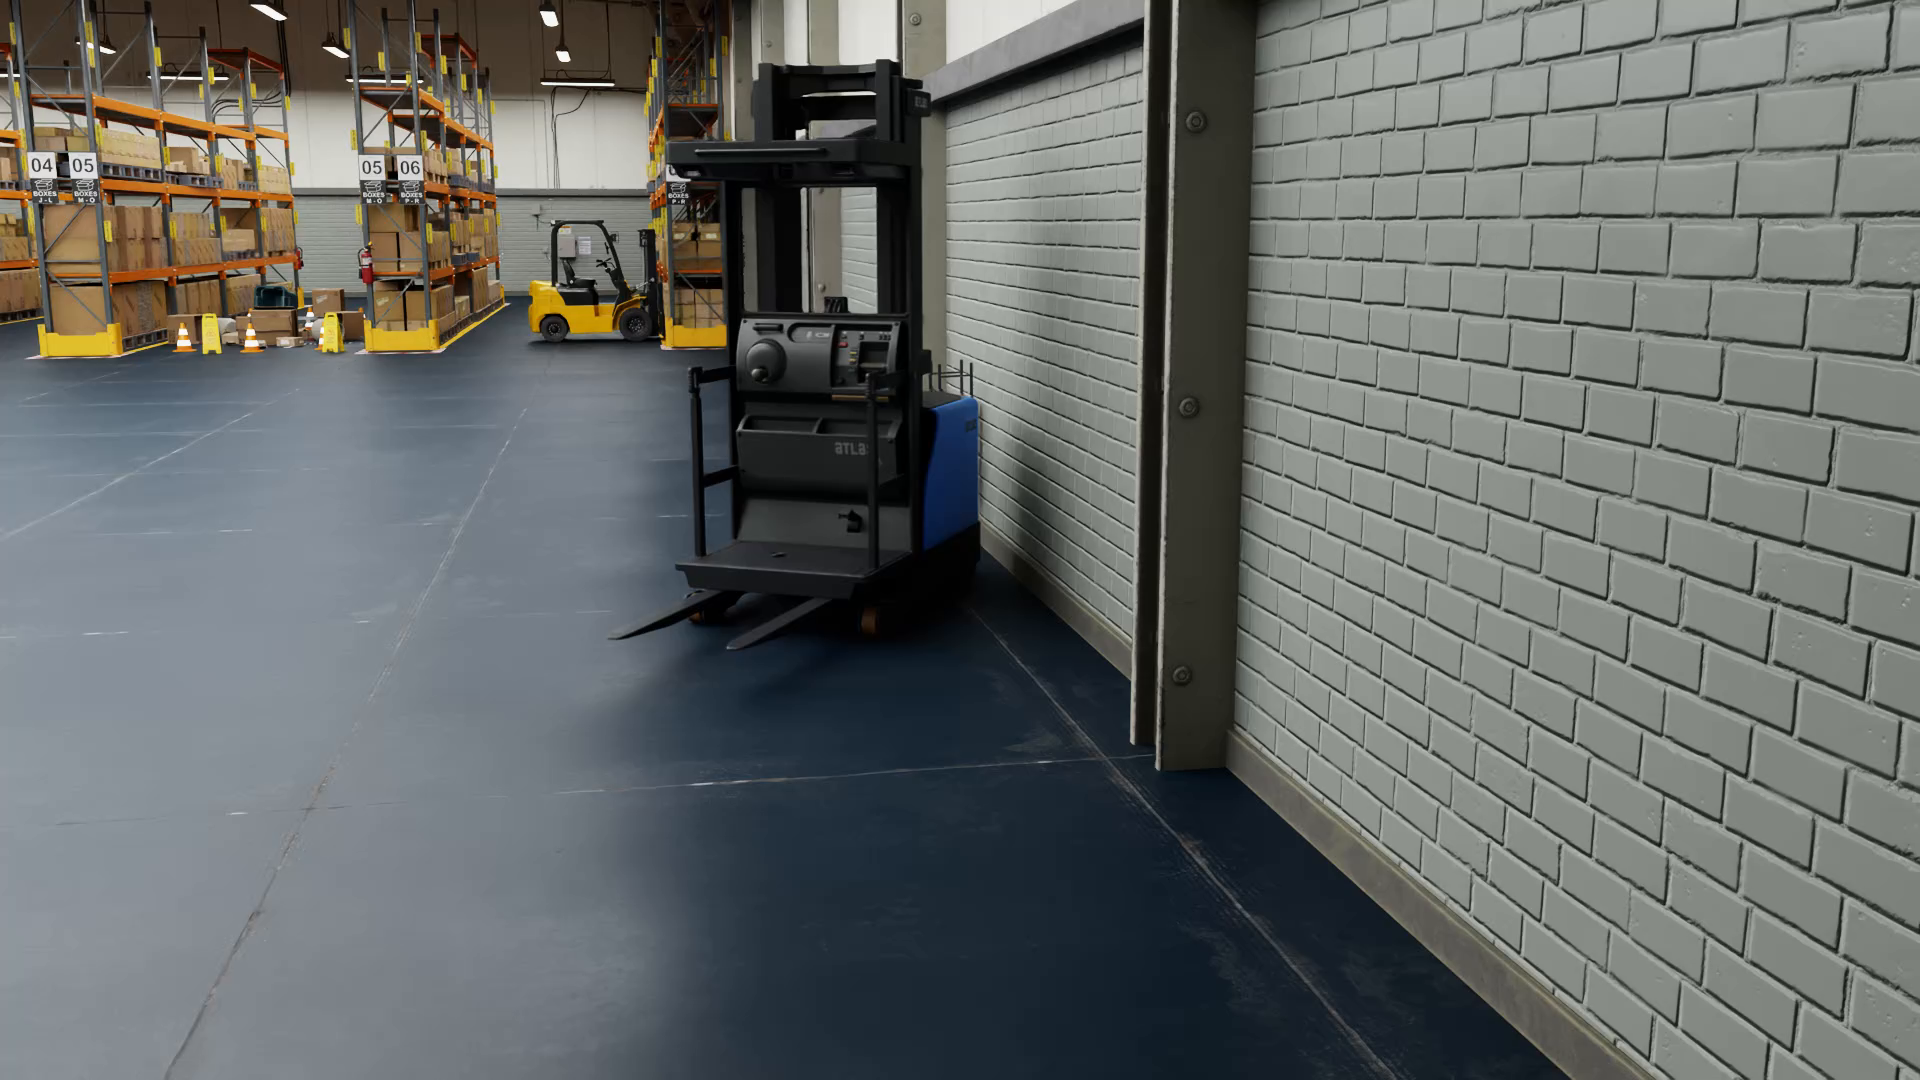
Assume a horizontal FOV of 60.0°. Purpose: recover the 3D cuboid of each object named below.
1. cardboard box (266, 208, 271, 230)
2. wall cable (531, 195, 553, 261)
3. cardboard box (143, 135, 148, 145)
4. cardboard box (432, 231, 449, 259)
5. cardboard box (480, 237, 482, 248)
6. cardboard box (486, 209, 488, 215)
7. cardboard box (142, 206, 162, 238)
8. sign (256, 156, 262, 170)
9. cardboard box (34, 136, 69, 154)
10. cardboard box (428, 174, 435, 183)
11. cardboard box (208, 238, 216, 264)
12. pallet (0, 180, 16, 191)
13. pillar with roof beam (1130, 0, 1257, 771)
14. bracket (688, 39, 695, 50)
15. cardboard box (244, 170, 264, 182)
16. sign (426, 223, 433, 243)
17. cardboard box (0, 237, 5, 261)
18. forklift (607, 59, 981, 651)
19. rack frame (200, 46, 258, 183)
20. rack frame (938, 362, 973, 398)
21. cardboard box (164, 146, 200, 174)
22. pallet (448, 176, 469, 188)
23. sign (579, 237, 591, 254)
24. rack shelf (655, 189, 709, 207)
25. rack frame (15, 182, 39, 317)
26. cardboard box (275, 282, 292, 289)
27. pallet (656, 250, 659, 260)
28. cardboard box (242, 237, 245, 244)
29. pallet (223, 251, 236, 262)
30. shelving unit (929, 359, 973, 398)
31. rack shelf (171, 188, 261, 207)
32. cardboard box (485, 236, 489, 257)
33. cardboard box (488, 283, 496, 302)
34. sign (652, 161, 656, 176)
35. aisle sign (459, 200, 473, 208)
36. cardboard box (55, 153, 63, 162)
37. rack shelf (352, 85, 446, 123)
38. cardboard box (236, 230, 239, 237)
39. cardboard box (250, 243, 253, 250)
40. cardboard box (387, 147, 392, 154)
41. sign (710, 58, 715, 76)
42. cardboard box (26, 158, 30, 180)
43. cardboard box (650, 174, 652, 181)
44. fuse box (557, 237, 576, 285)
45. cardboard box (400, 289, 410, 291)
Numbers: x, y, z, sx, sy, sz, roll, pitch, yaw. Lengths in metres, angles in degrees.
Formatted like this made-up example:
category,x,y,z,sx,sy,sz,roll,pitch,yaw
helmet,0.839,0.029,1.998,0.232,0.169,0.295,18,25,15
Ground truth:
category,x,y,z,sx,sy,sz,roll,pitch,yaw
cardboard box,-16.531,-7.551,39.107,0.500,0.500,0.500,-2,11,-13
wall cable,-12.239,-9.196,48.774,0.588,1.984,0.122,-2,11,-11
cardboard box,-14.481,-7.014,29.153,0.380,0.149,0.250,-2,11,-10
cardboard box,-9.737,-5.438,30.681,0.500,0.500,0.500,-2,11,-9
cardboard box,-11.195,-6.790,37.914,0.500,0.250,0.500,-2,11,-10
cardboard box,-11.705,-7.992,40.488,0.380,0.149,0.250,-2,11,-13
cardboard box,-14.751,-5.649,29.566,0.875,0.550,0.550,-2,11,-11
sign,-16.022,-8.620,38.004,0.100,0.325,0.005,-2,11,-11
cardboard box,-14.601,-6.358,26.772,0.500,0.250,0.500,-2,11,-10
cardboard box,-9.397,-6.335,29.109,0.380,0.149,0.250,-2,11,-10
cardboard box,-15.341,-5.829,33.532,0.500,0.500,0.500,-2,11,-11
pallet,-21.224,-7.729,36.273,0.805,0.209,1.217,-3,11,-13
pillar with roof beam,-3.334,-3.406,5.025,9.100,9.000,0.400,-2,11,-11
bracket,-6.381,-11.845,39.733,0.235,0.232,0.430,-2,11,-11
cardboard box,-16.424,-8.420,38.456,0.500,0.250,0.500,-2,11,-9
sign,-8.864,-5.121,27.762,0.100,0.325,0.005,-2,11,-11
cardboard box,-20.801,-6.211,35.538,0.500,0.500,0.500,-2,11,-11
forklift,-0.826,-1.020,8.718,1.130,2.935,3.031,4,11,18
rack frame,-16.566,-9.625,37.699,1.000,3.000,0.127,-2,11,-11
rack frame,-0.024,-0.561,10.920,0.240,1.200,0.006,-5,14,-20
cardboard box,-15.175,-7.414,32.445,0.500,0.500,0.500,-2,11,-11
pallet,-10.395,-7.098,32.945,1.213,0.211,1.003,-2,11,-11
sign,-11.095,-8.702,49.150,0.329,0.494,0.001,-2,11,-11
rack shelf,-5.695,-7.077,34.260,1.077,0.370,4.000,-2,11,-11
rack frame,-21.451,-6.516,37.409,1.000,3.000,0.127,-2,11,-11
cardboard box,-16.825,-6.331,41.346,0.380,0.149,0.250,-2,11,-12
pallet,-6.285,-6.352,37.058,1.213,0.211,1.003,-2,11,-11
cardboard box,-16.090,-6.650,36.864,0.380,0.149,0.250,-3,11,-14
pallet,-16.031,-5.977,35.090,1.213,0.211,1.003,-2,11,-11
shelving unit,-0.056,-0.580,11.003,0.258,1.200,0.189,-5,14,-20
rack shelf,-16.177,-7.431,36.119,1.077,0.370,4.000,-2,11,-11
cardboard box,-11.565,-7.021,39.796,0.500,0.500,0.500,-2,11,-9
cardboard box,-11.922,-6.107,40.991,0.875,0.438,0.875,-2,11,-13
sign,-6.617,-8.032,35.970,0.100,0.325,0.005,-2,11,-11
aisle sign,-12.807,-8.890,42.928,0.394,0.787,0.004,-2,11,-11
cardboard box,-14.629,-6.131,26.646,0.380,0.149,0.250,-2,11,-11
rack shelf,-9.785,-7.635,29.173,1.077,0.370,4.000,-2,11,-11
cardboard box,-15.990,-6.698,36.324,0.380,0.149,0.250,-2,11,-12
cardboard box,-16.243,-6.648,37.649,0.380,0.149,0.250,-2,11,-11
cardboard box,-9.764,-6.517,27.933,0.380,0.149,0.250,-2,11,-10
sign,-4.757,-9.090,31.965,0.100,0.325,0.005,-2,11,-11
cardboard box,-21.762,-8.534,38.333,0.700,0.500,0.500,-2,11,-8
cardboard box,-6.952,-8.360,38.355,0.380,0.149,0.250,-2,11,-10
fuse box,-11.539,-8.060,48.968,0.539,1.711,0.414,-2,11,-11
cardboard box,-9.913,-4.133,29.112,0.500,0.500,0.500,-2,11,-9
